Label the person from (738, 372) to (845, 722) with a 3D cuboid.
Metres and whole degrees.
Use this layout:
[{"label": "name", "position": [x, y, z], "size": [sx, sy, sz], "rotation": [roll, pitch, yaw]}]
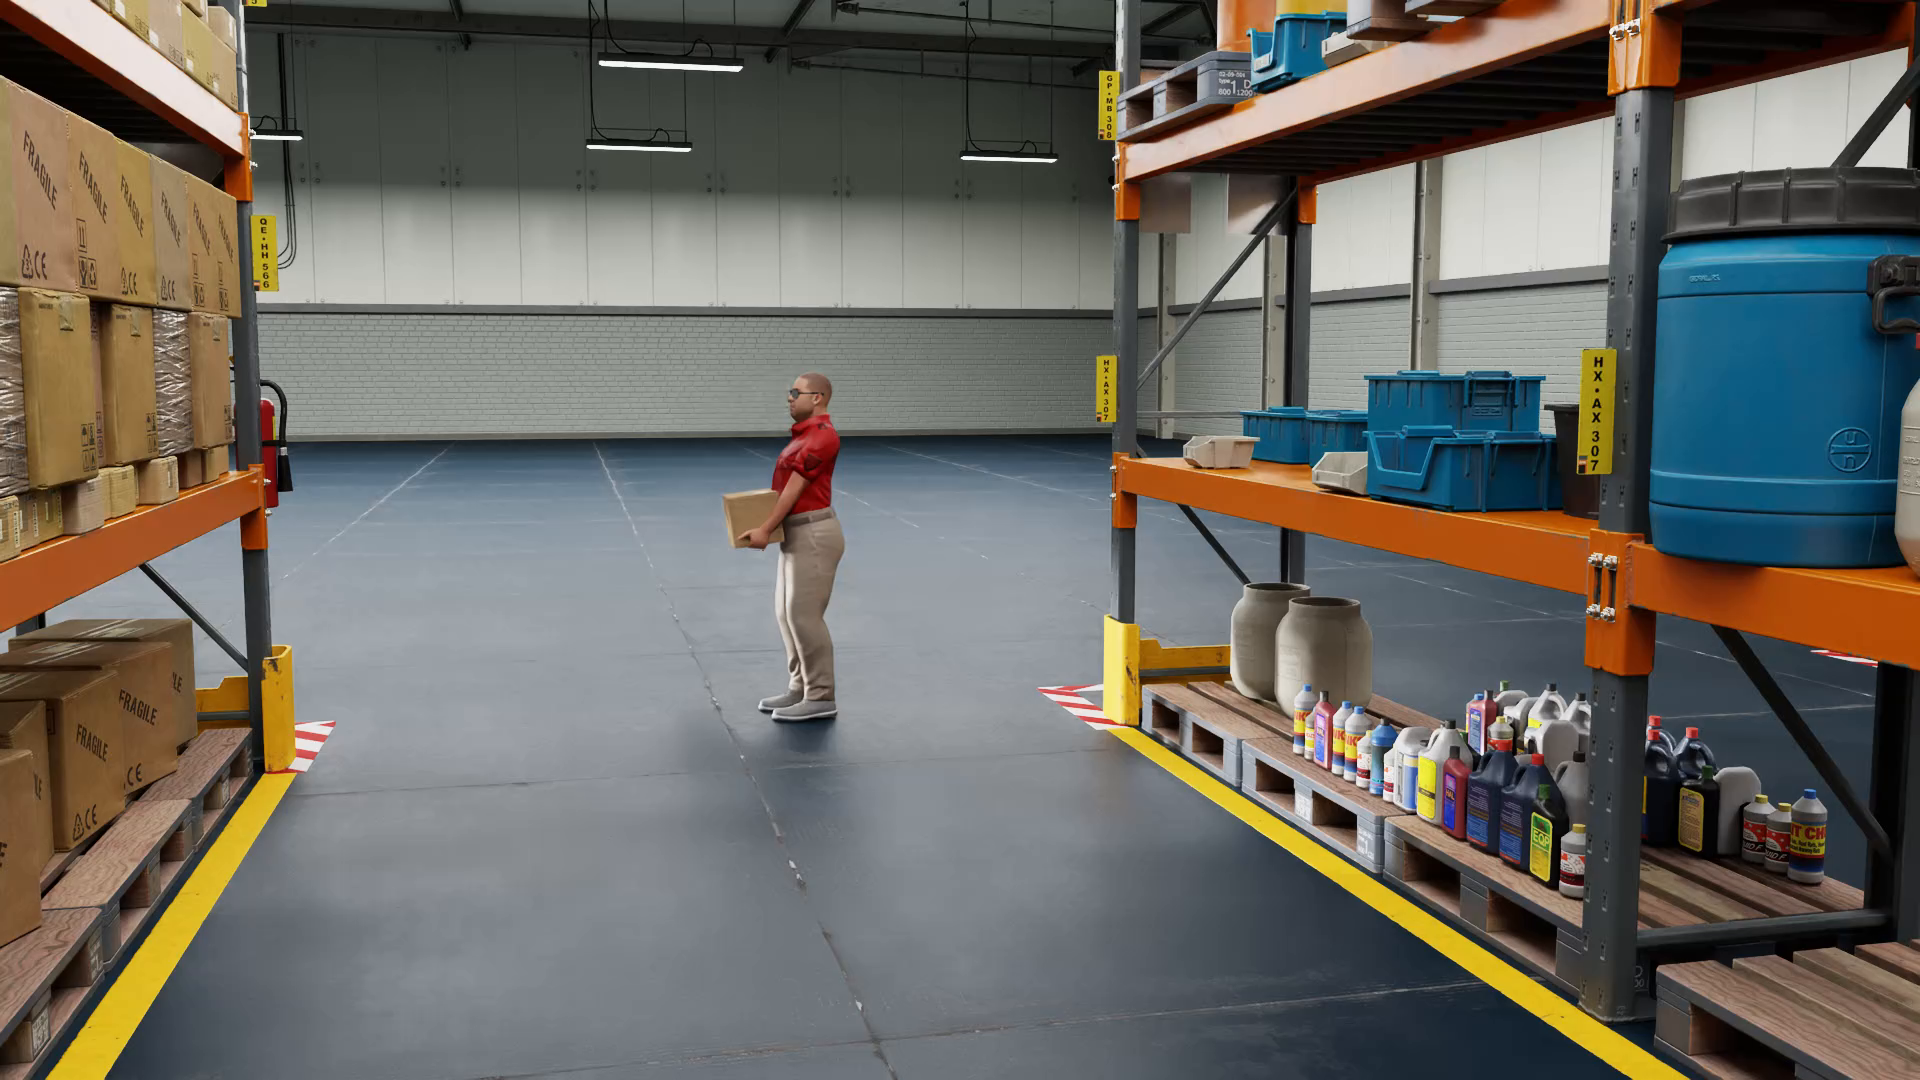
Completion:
[{"label": "person", "position": [-0.852, 0.028, 8.312], "size": [0.541, 1.724, 0.490], "rotation": [-1, 6, -14]}]
